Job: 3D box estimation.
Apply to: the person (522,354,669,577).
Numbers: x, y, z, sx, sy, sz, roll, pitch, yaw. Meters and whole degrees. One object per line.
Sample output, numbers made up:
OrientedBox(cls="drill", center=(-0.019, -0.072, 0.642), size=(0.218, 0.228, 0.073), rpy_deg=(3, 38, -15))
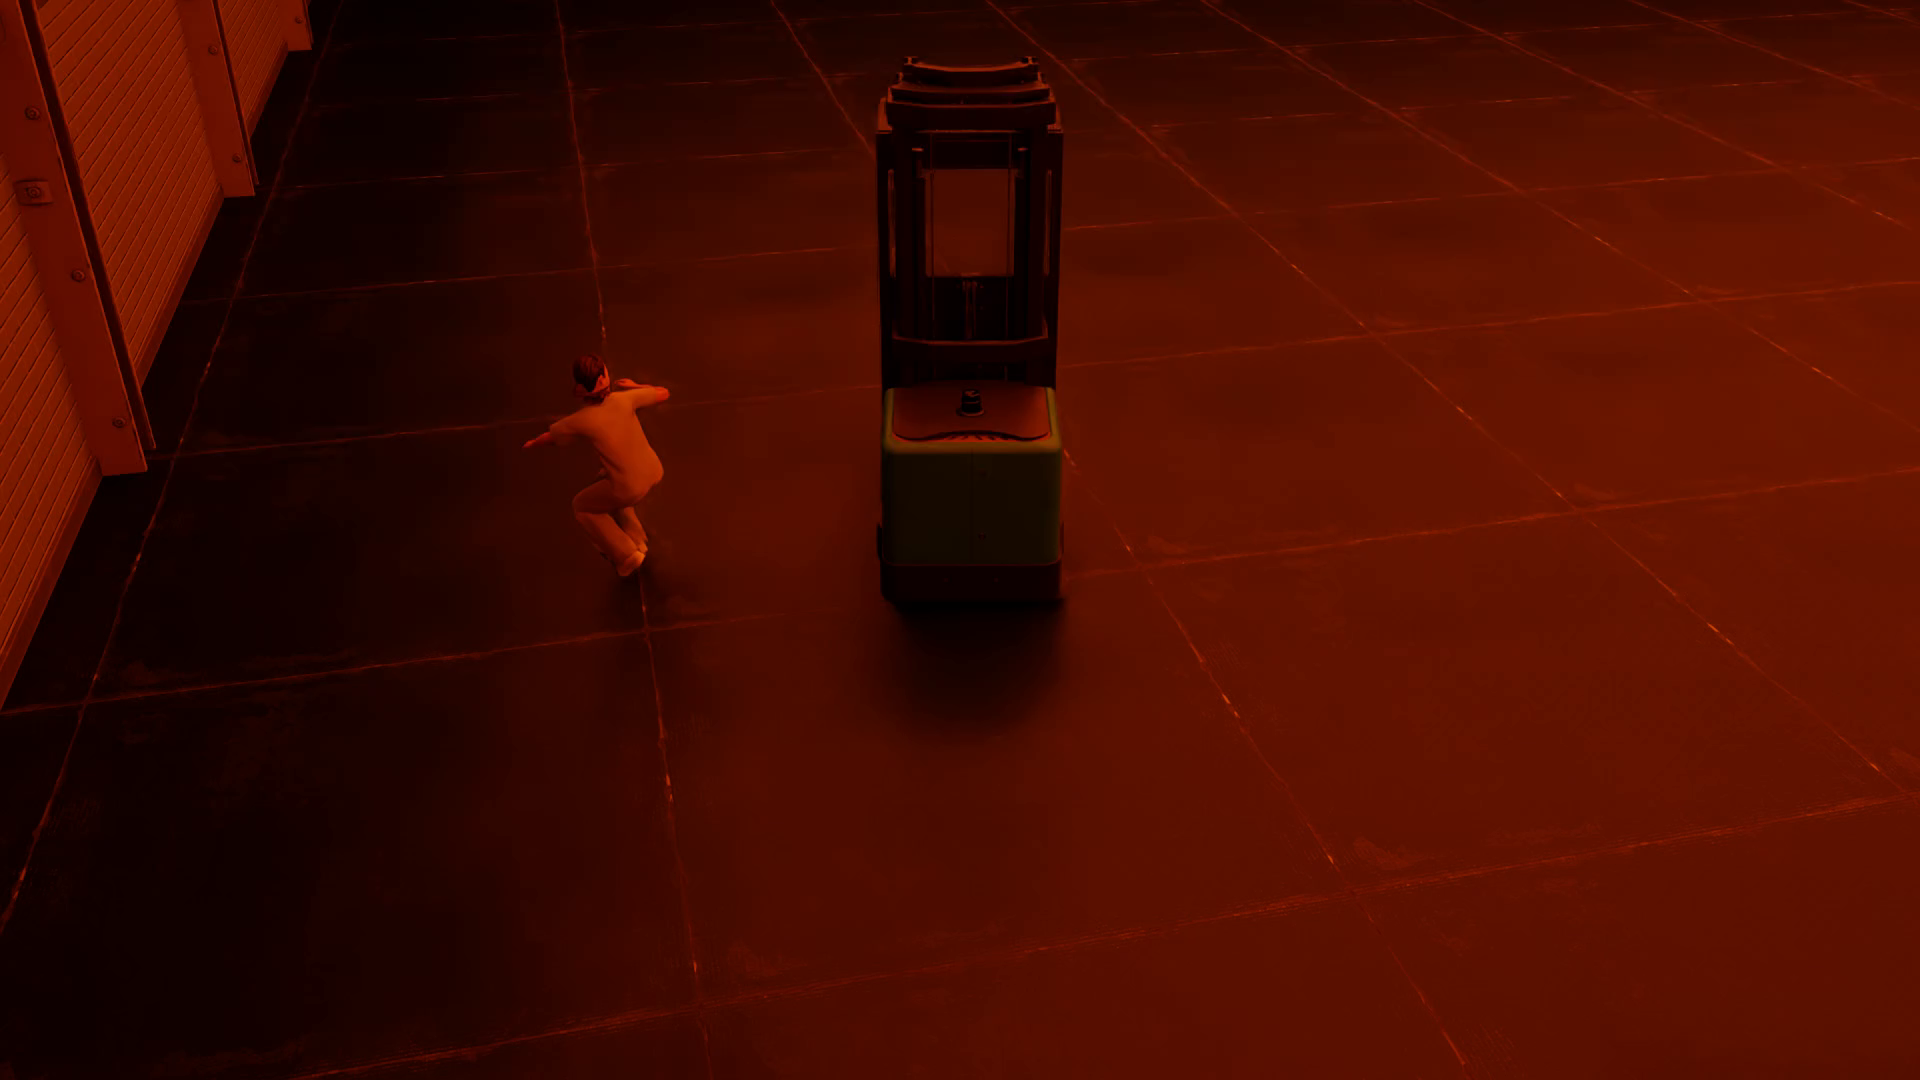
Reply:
OrientedBox(cls="person", center=(-2.135, -0.499, 9.978), size=(0.877, 1.387, 0.686), rpy_deg=(23, 37, 34))

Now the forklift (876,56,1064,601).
OrientedBox(cls="forklift", center=(0.053, -1.611, 10.357), size=(1.130, 2.935, 3.031), rpy_deg=(0, 30, -1))
